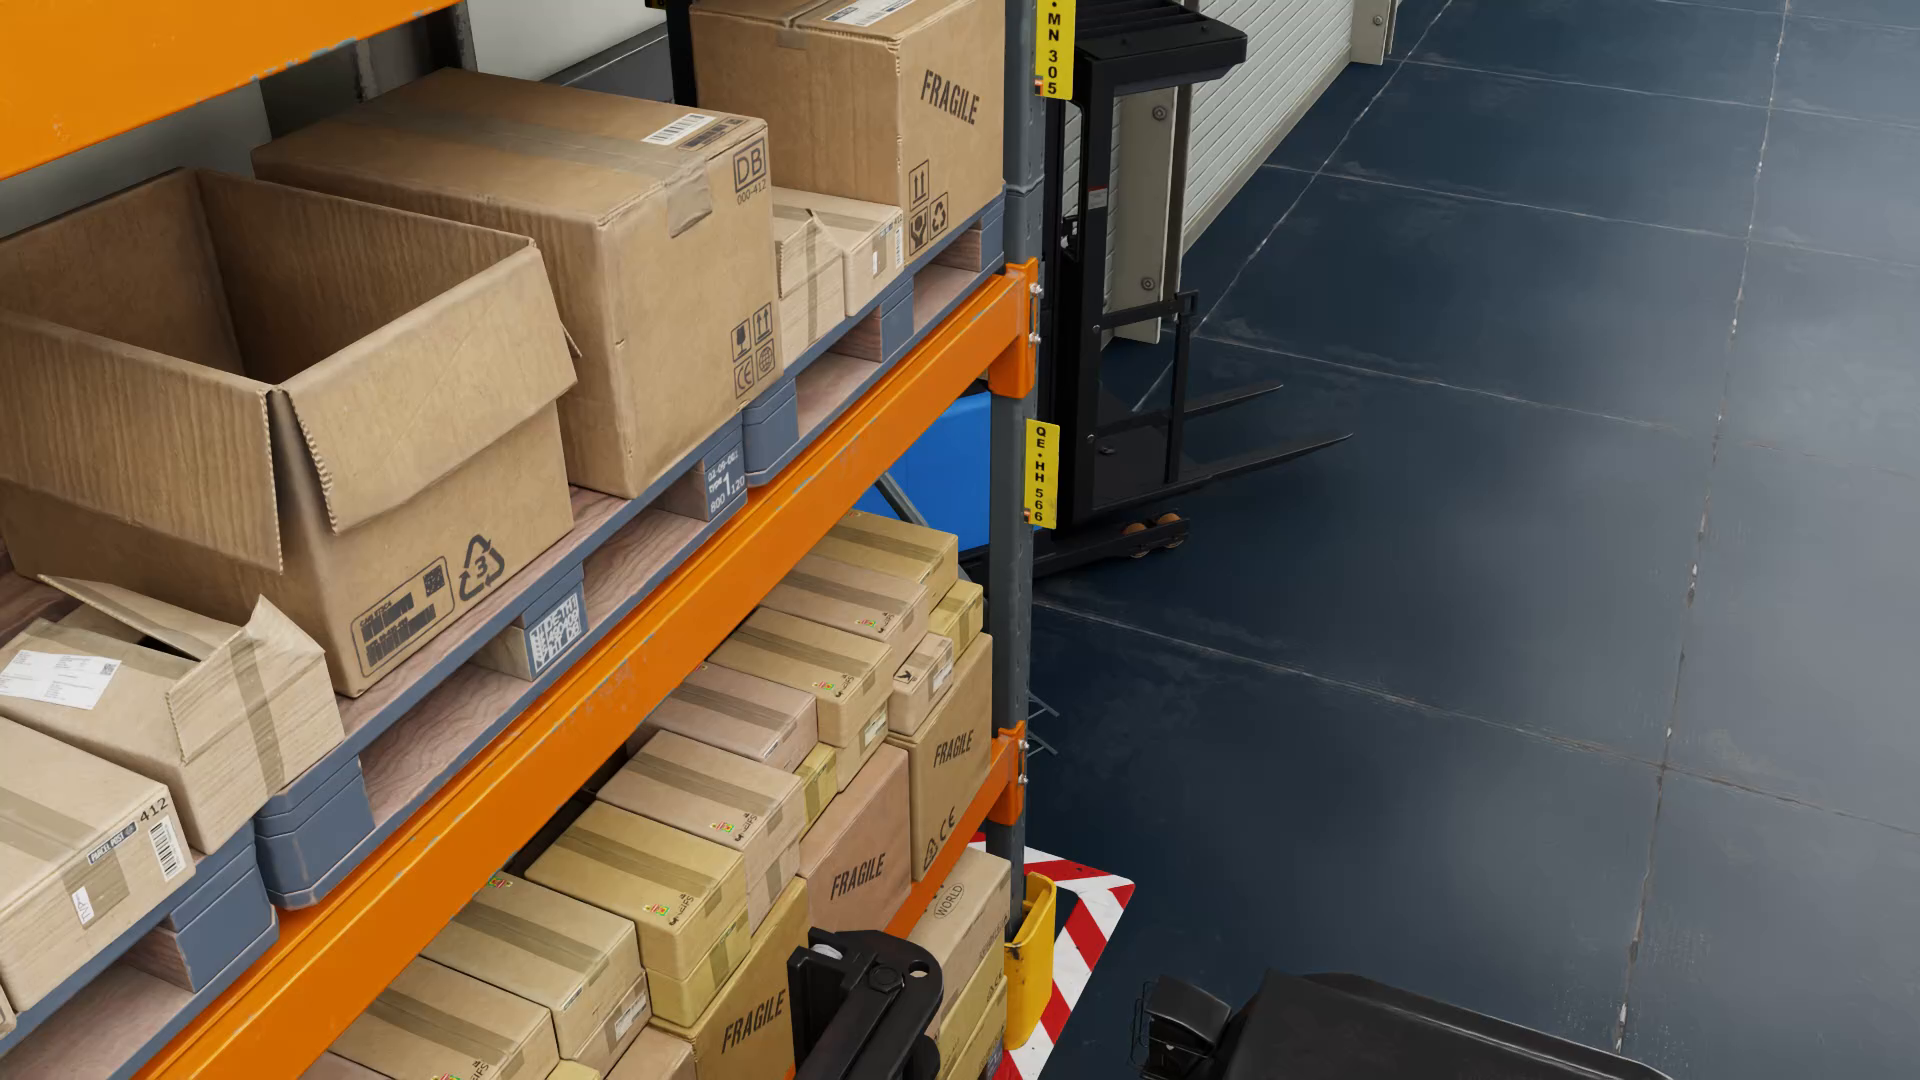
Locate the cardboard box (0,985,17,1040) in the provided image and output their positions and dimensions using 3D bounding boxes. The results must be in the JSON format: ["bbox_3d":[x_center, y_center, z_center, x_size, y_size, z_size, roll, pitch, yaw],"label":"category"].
[{"bbox_3d":[-1.373,0.474,1.663,0.500,0.311,0.500,15,36,21],"label":"cardboard box"}]

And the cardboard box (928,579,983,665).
[{"bbox_3d":[-0.160,0.199,4.529,0.380,0.149,0.250,15,36,21],"label":"cardboard box"}]

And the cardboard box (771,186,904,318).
[{"bbox_3d":[-0.340,-0.610,3.463,0.380,0.149,0.250,13,35,19],"label":"cardboard box"}]

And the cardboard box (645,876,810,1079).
[{"bbox_3d":[-0.676,1.050,3.822,0.500,0.500,0.500,13,36,20],"label":"cardboard box"}]

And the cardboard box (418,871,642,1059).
[{"bbox_3d":[-0.864,0.829,3.295,0.380,0.149,0.250,15,36,21],"label":"cardboard box"}]

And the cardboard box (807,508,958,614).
[{"bbox_3d":[-0.228,0.064,4.463,0.380,0.149,0.250,14,36,21],"label":"cardboard box"}]

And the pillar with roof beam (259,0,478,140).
[{"bbox_3d":[2.531,-1.106,1.731,9.100,9.000,0.400,14,36,20],"label":"pillar with roof beam"}]

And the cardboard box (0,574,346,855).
[{"bbox_3d":[-1.046,0.182,2.150,0.396,0.266,0.258,13,36,19],"label":"cardboard box"}]

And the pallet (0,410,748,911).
[{"bbox_3d":[-1.098,0.014,2.839,1.003,0.211,1.213,14,36,20],"label":"pallet"}]

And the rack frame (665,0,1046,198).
[{"bbox_3d":[-0.269,-2.234,3.450,1.000,3.000,0.127,14,36,20],"label":"rack frame"}]

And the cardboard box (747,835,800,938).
[{"bbox_3d":[-0.587,0.713,3.745,0.380,0.149,0.250,13,35,19],"label":"cardboard box"}]

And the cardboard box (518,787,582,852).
[{"bbox_3d":[-1.140,0.561,3.977,0.380,0.149,0.250,15,36,21],"label":"cardboard box"}]

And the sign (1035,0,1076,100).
[{"bbox_3d":[0.218,-1.185,3.851,0.100,0.325,0.005,14,36,20],"label":"sign"}]

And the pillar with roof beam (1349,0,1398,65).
[{"bbox_3d":[7.552,-7.083,10.845,9.100,9.000,0.400,14,36,20],"label":"pillar with roof beam"}]

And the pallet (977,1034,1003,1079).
[{"bbox_3d":[-0.551,1.831,5.264,1.003,0.211,1.213,14,36,20],"label":"pallet"}]

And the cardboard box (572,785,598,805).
[{"bbox_3d":[-0.926,0.681,4.385,0.500,0.500,0.500,15,36,22],"label":"cardboard box"}]

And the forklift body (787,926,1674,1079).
[{"bbox_3d":[0.594,1.993,3.249,2.313,2.155,1.214,14,36,20],"label":"forklift body"}]

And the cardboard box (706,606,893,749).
[{"bbox_3d":[-0.387,0.331,4.056,0.380,0.149,0.250,15,36,22],"label":"cardboard box"}]

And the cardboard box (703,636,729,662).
[{"bbox_3d":[-0.804,0.334,4.323,0.380,0.149,0.250,14,36,20],"label":"cardboard box"}]

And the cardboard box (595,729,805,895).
[{"bbox_3d":[-0.567,0.593,3.656,0.380,0.149,0.250,15,36,22],"label":"cardboard box"}]

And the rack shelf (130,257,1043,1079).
[{"bbox_3d":[-1.106,0.317,2.951,1.077,0.370,4.000,14,36,20],"label":"rack shelf"}]

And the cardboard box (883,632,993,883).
[{"bbox_3d":[-0.237,0.538,4.602,0.500,0.500,0.500,13,36,19],"label":"cardboard box"}]

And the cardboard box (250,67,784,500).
[{"bbox_3d":[-0.752,-0.475,2.938,0.700,0.500,0.500,14,36,21],"label":"cardboard box"}]

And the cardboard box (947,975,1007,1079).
[{"bbox_3d":[-0.179,1.556,5.267,0.500,0.250,0.500,14,36,21],"label":"cardboard box"}]

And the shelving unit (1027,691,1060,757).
[{"bbox_3d":[0.027,0.646,7.067,0.258,0.210,0.900,-24,41,-32],"label":"shelving unit"}]

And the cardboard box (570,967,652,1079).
[{"bbox_3d":[-0.861,0.947,3.388,0.380,0.149,0.250,14,36,20],"label":"cardboard box"}]

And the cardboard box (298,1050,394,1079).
[{"bbox_3d":[-1.073,1.079,2.915,0.380,0.149,0.250,14,36,20],"label":"cardboard box"}]

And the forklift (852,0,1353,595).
[{"bbox_3d":[0.558,-1.381,7.683,3.031,2.935,1.130,-16,36,-22],"label":"forklift"}]

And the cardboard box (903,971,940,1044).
[{"bbox_3d":[-0.387,1.388,4.611,0.500,0.250,0.500,15,36,21],"label":"cardboard box"}]

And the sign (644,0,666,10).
[{"bbox_3d":[-0.771,-1.508,4.210,0.100,0.325,0.005,14,36,20],"label":"sign"}]

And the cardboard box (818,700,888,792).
[{"bbox_3d":[-0.404,0.448,4.148,0.380,0.149,0.250,15,36,21],"label":"cardboard box"}]

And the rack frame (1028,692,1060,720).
[{"bbox_3d":[0.027,0.561,7.010,0.240,0.006,0.900,-24,41,-32],"label":"rack frame"}]
